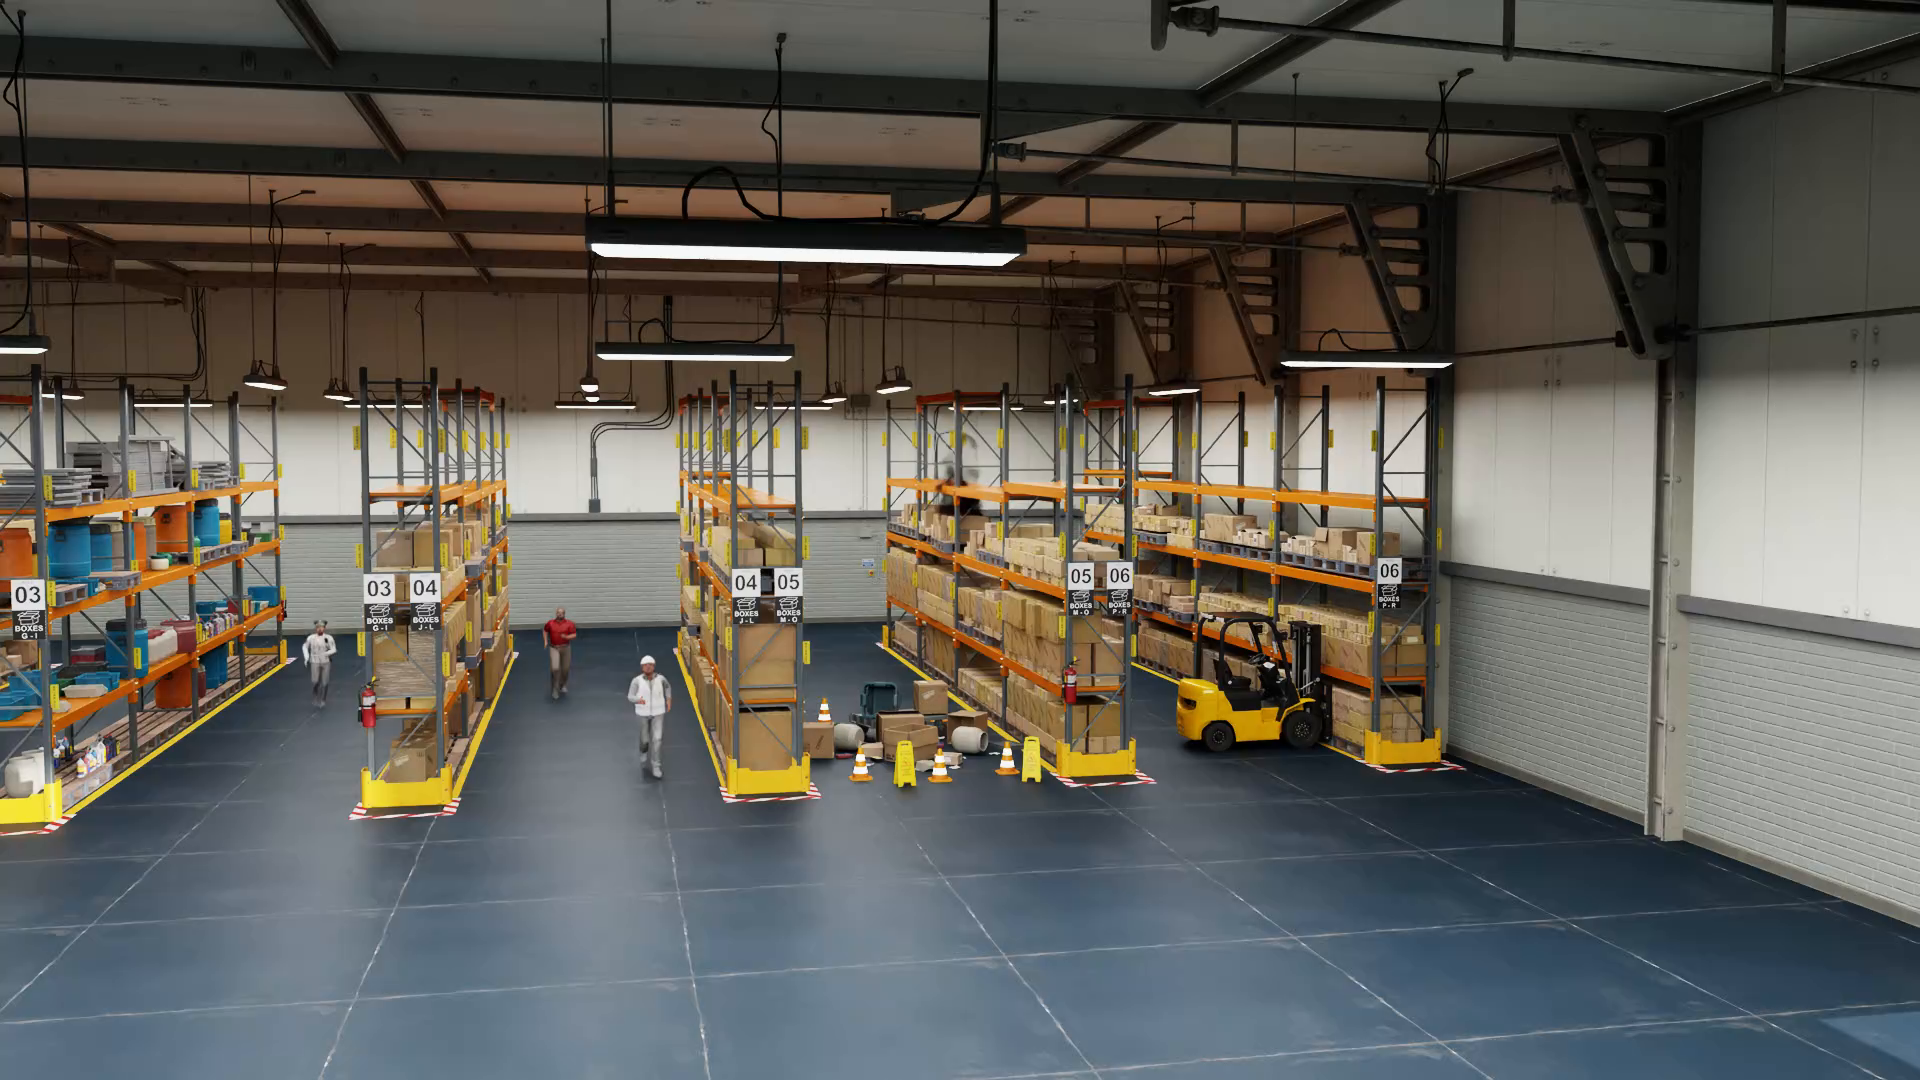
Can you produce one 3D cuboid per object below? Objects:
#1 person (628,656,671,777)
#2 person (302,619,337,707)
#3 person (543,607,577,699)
[{"bbox_3d":[-4.658,2.619,25.041,0.671,1.755,1.013,-1,4,-15],"label":"person"},{"bbox_3d":[-11.951,2.311,31.049,0.593,1.655,0.624,-1,4,-22],"label":"person"},{"bbox_3d":[-7.826,2.217,32.550,0.631,1.799,0.775,-1,4,-17],"label":"person"}]
